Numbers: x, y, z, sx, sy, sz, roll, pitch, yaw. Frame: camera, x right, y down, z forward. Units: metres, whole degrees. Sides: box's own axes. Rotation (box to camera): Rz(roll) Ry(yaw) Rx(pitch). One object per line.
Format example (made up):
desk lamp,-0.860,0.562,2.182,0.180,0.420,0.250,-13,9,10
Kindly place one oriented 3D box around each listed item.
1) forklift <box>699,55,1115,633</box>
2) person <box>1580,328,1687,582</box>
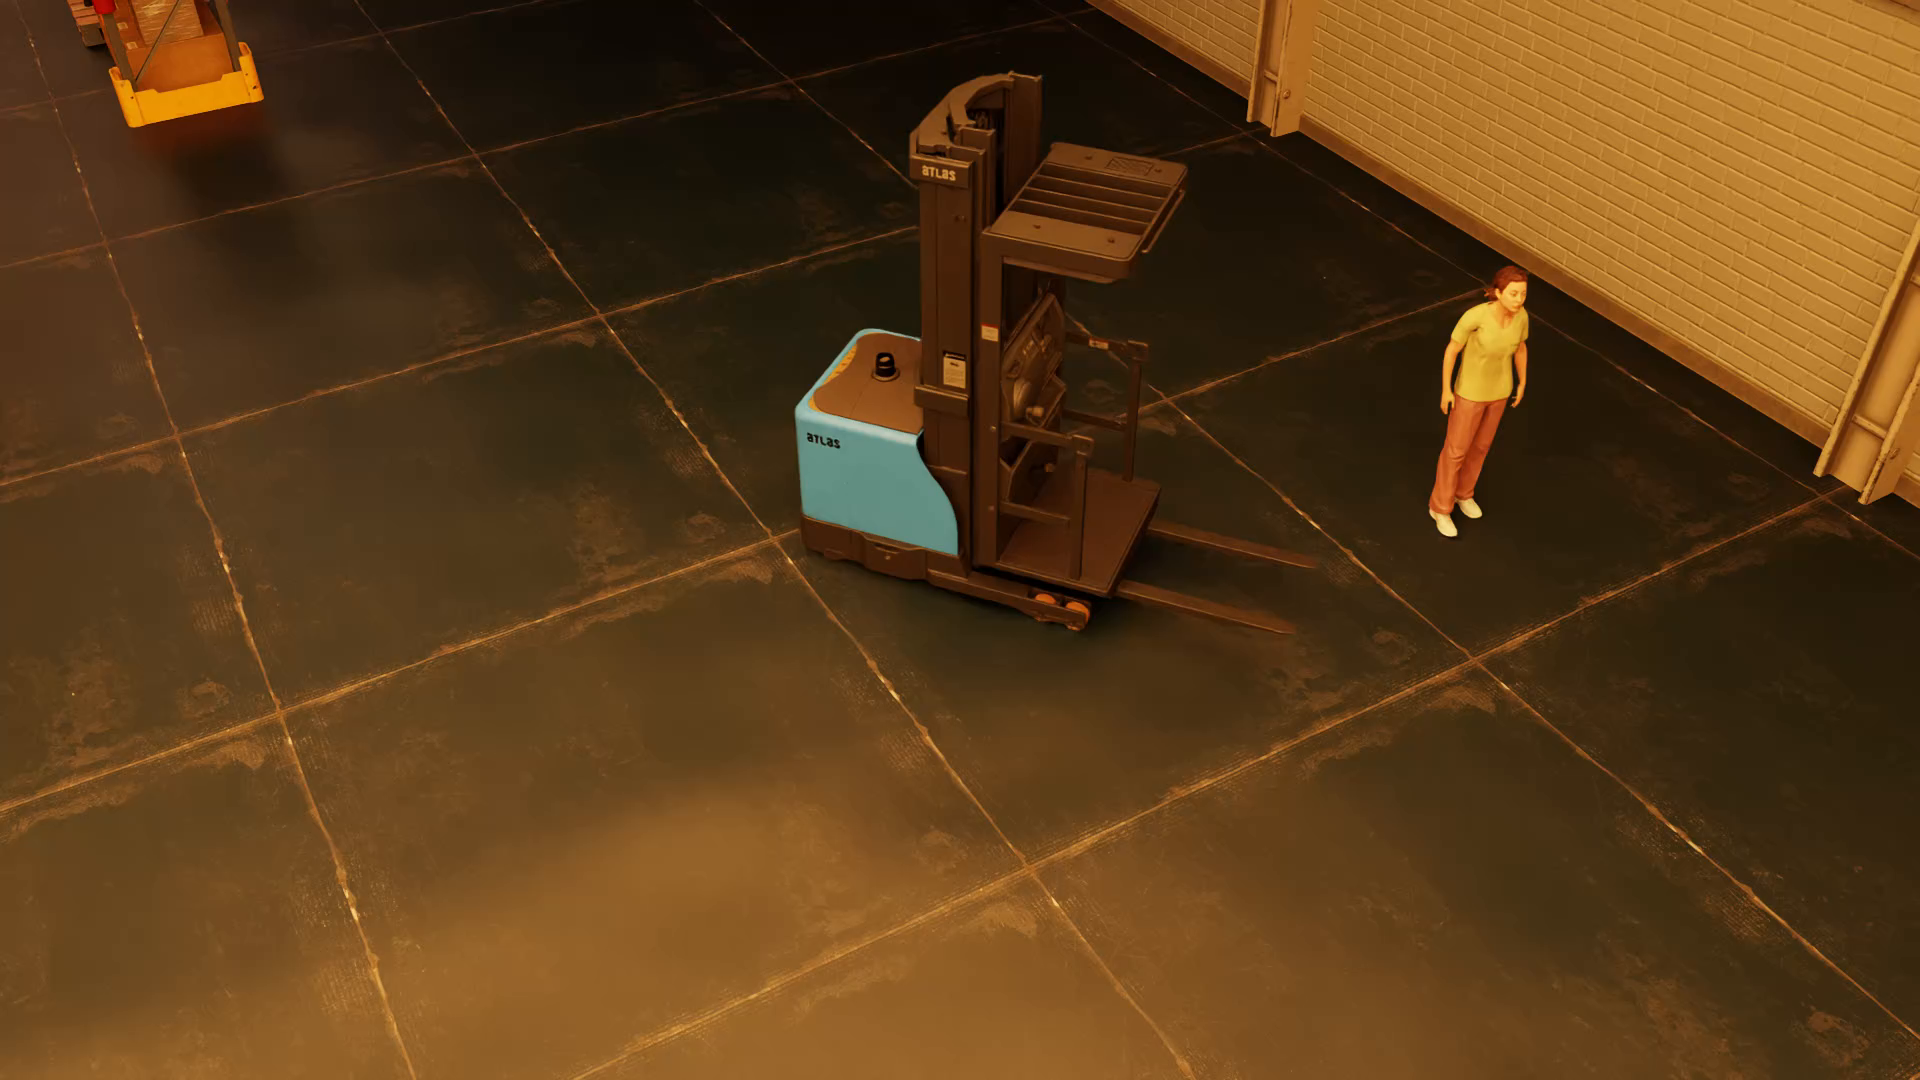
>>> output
forklift,-0.477,-1.440,9.772,1.130,2.935,3.031,-31,49,-32
person,3.894,-0.536,9.620,0.333,1.606,0.576,3,40,4
